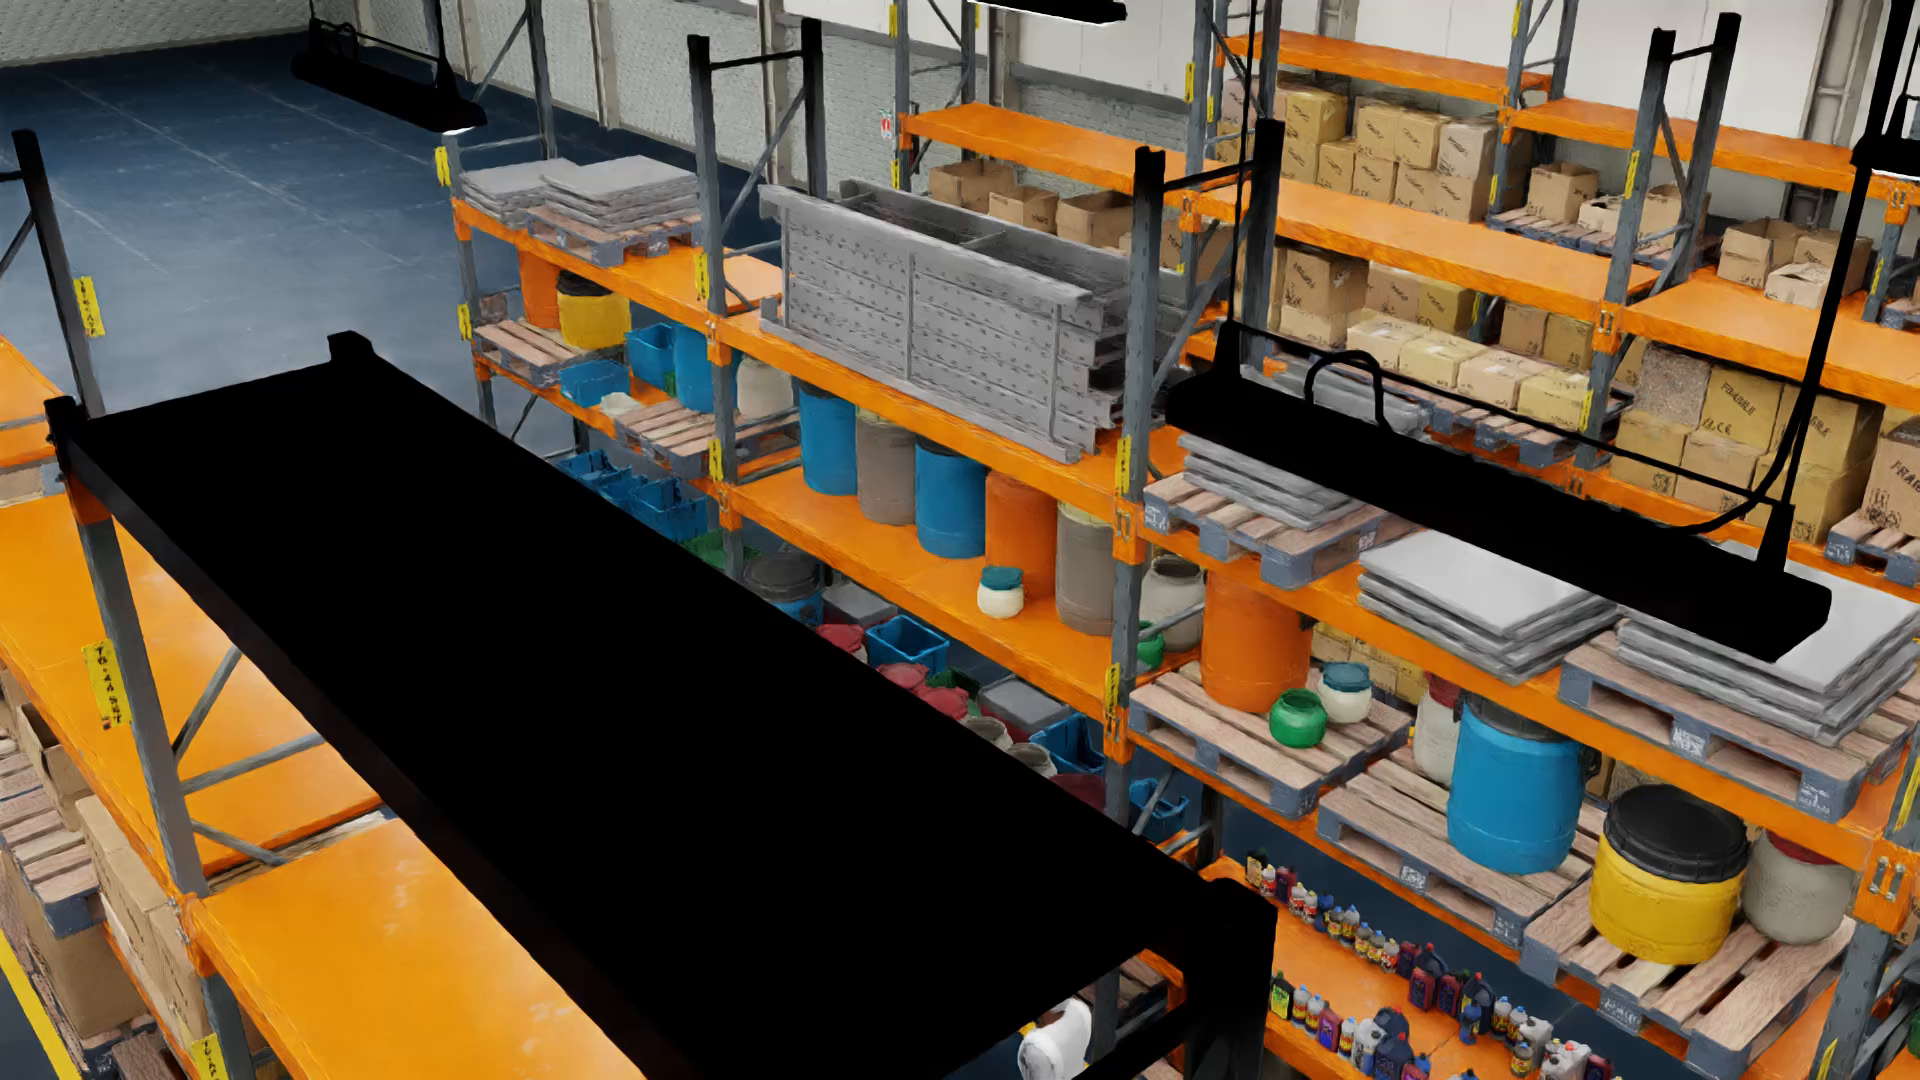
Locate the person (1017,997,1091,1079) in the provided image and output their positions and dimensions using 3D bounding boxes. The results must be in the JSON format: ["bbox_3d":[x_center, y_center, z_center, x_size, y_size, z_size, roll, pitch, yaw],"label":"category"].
[{"bbox_3d":[0.504,3.147,9.460,1.029,1.724,0.554,21,34,36],"label":"person"}]
